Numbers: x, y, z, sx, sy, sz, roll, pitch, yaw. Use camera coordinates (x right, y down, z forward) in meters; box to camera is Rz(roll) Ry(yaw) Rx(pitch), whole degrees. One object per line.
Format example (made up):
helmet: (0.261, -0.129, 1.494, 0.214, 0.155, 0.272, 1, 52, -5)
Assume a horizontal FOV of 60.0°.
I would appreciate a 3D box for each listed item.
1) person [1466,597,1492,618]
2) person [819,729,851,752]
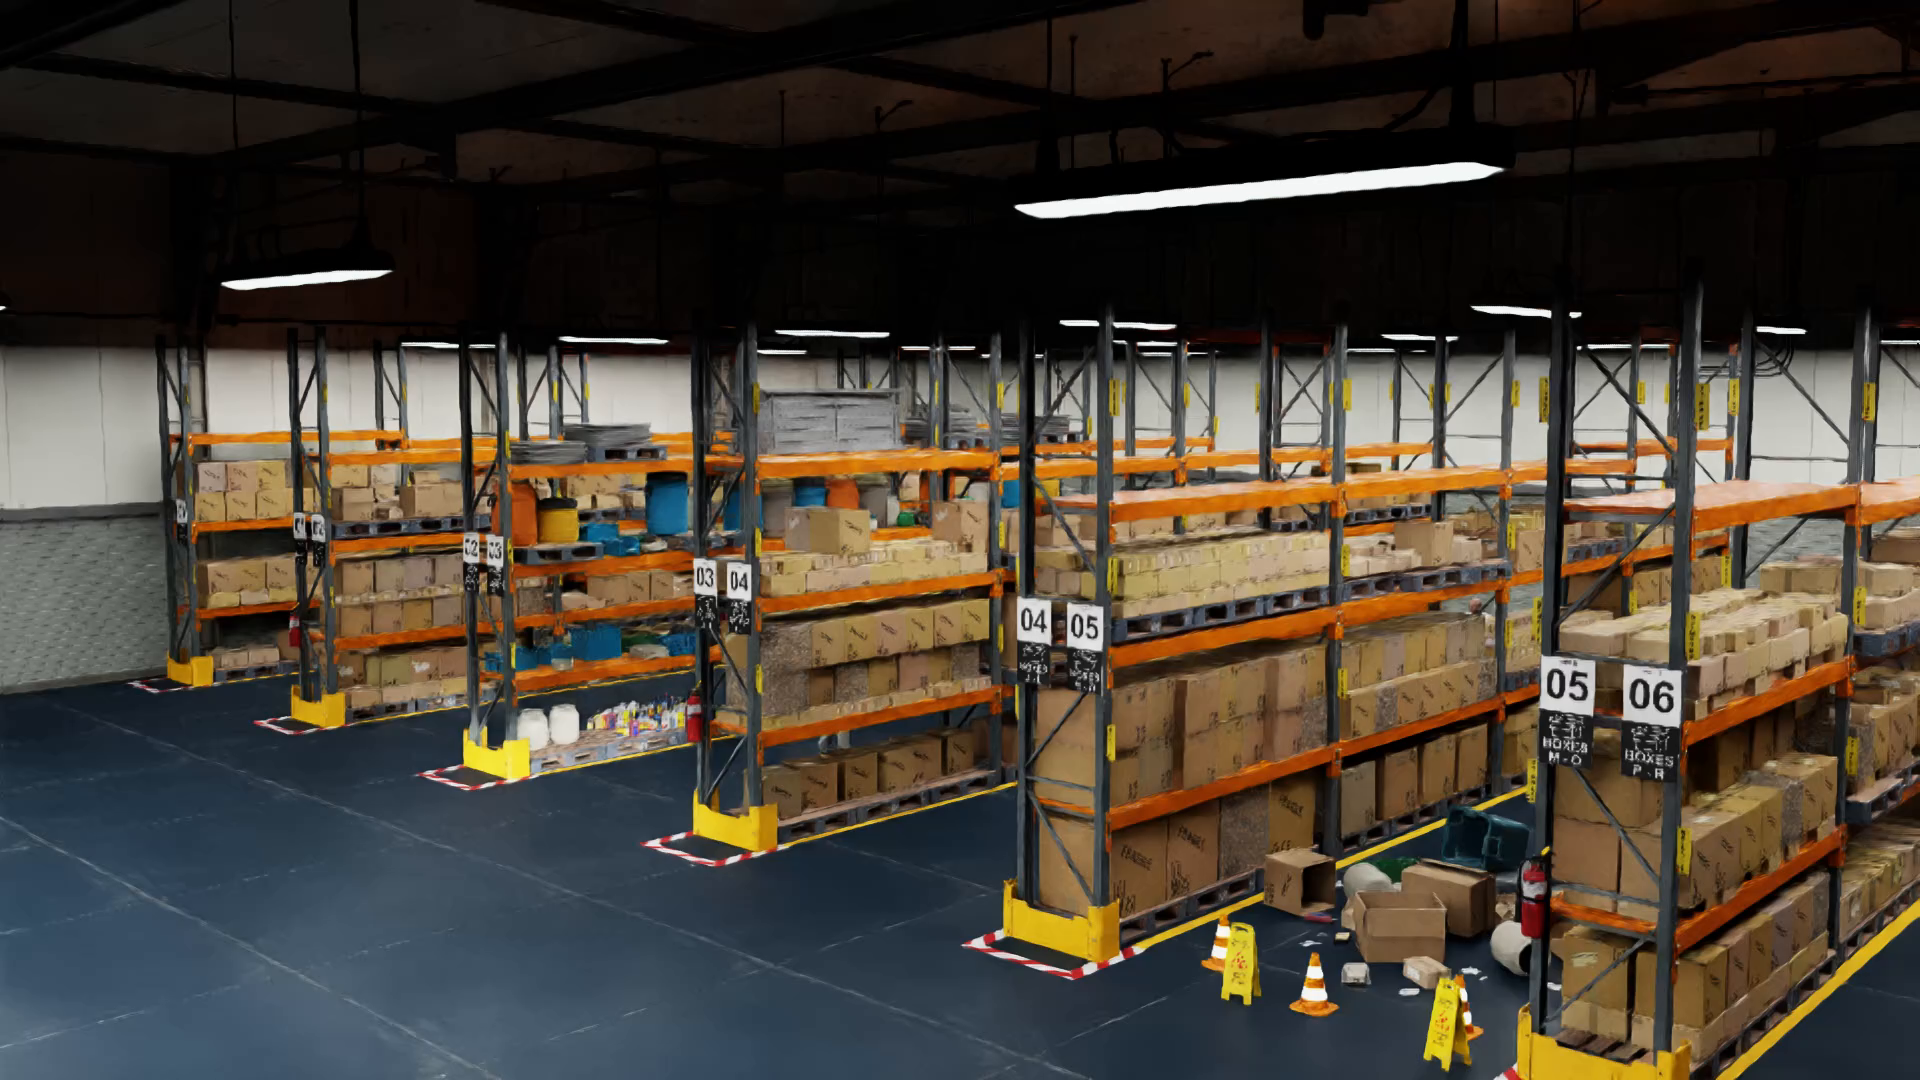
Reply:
person: (8.354, 1.767, 26.983, 0.598, 1.698, 1.194, 5, 8, 45)
person: (-1.603, 2.321, 21.798, 0.580, 1.618, 0.506, 5, 7, 41)
